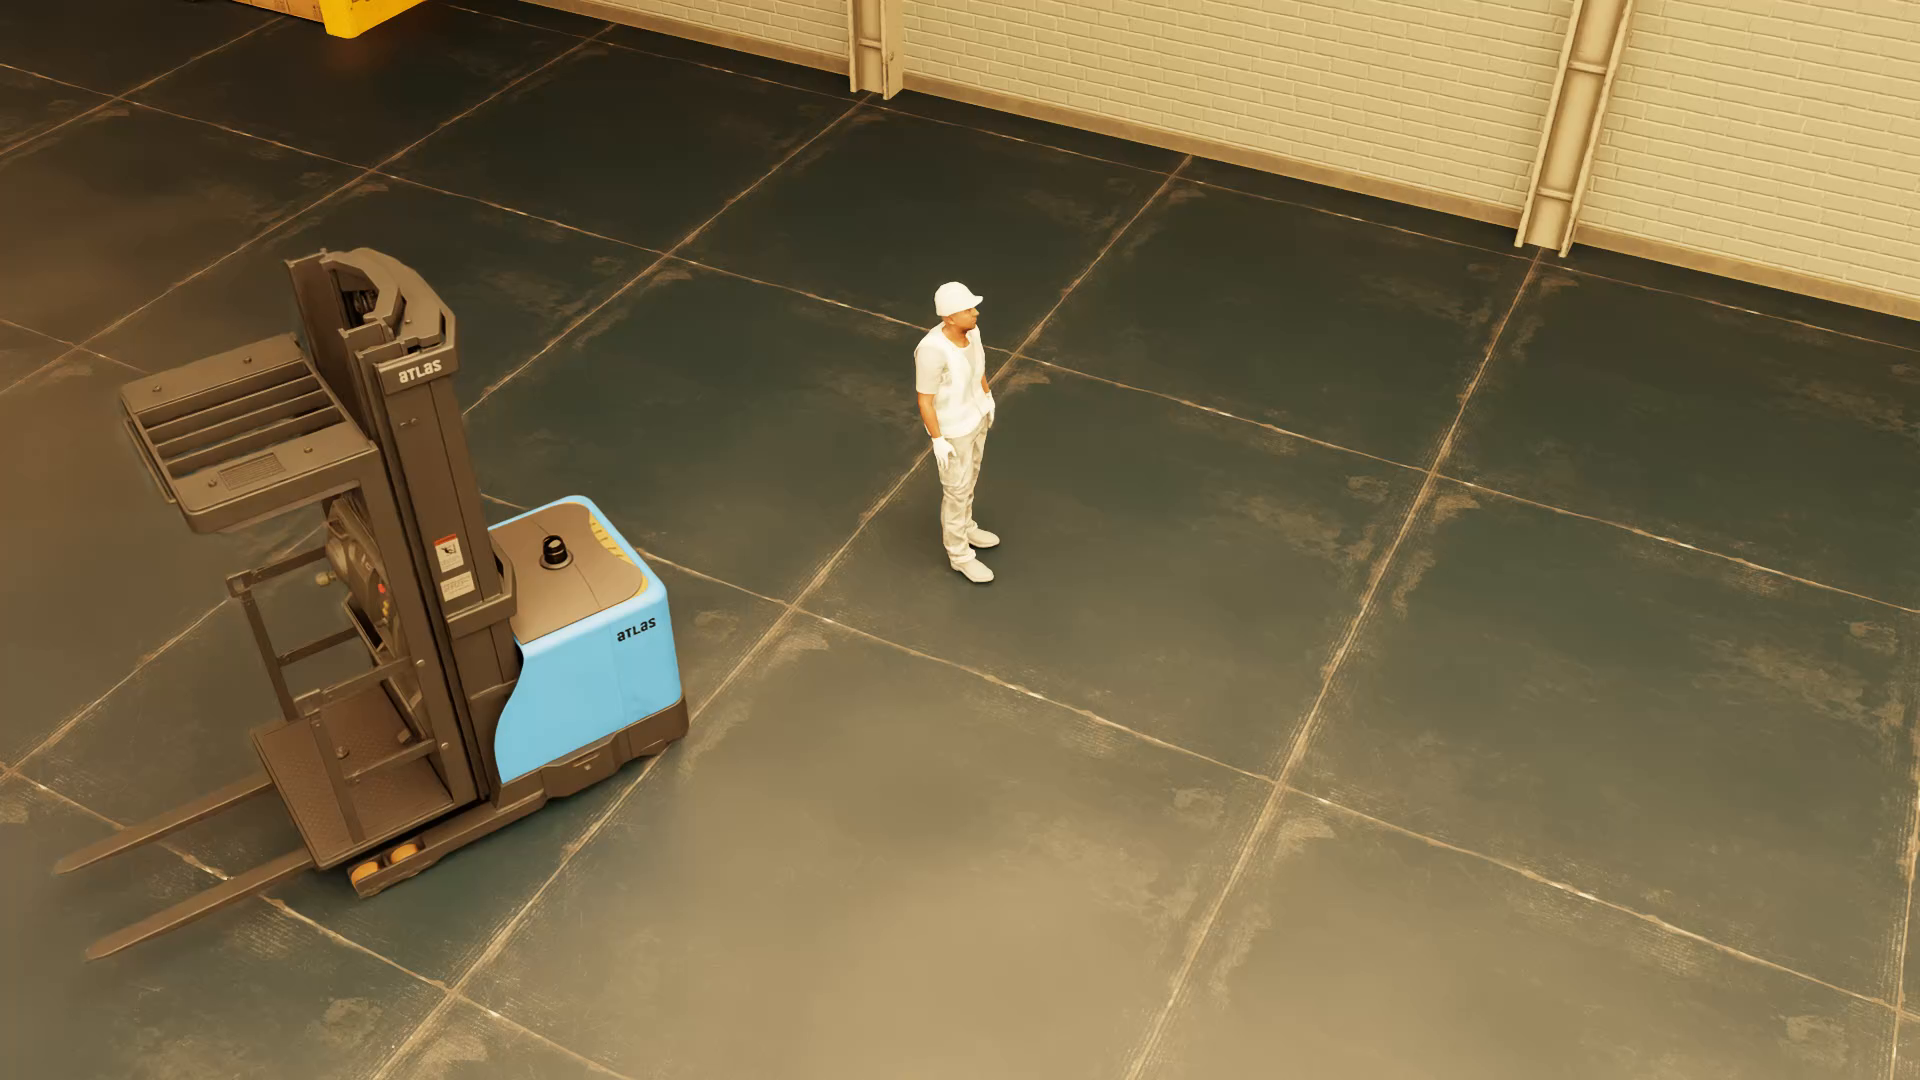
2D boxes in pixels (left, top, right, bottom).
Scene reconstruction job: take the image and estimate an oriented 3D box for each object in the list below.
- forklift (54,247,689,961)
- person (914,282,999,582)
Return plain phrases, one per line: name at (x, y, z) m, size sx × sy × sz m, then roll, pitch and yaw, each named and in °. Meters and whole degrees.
forklift at (-2.957, 0.238, 7.703) m, size 3.031 × 2.935 × 1.130 m, roll -25°, pitch 46°, yaw -26°
person at (0.059, -0.661, 9.651) m, size 0.577 × 1.782 × 0.656 m, roll 18°, pitch 43°, yaw 21°
